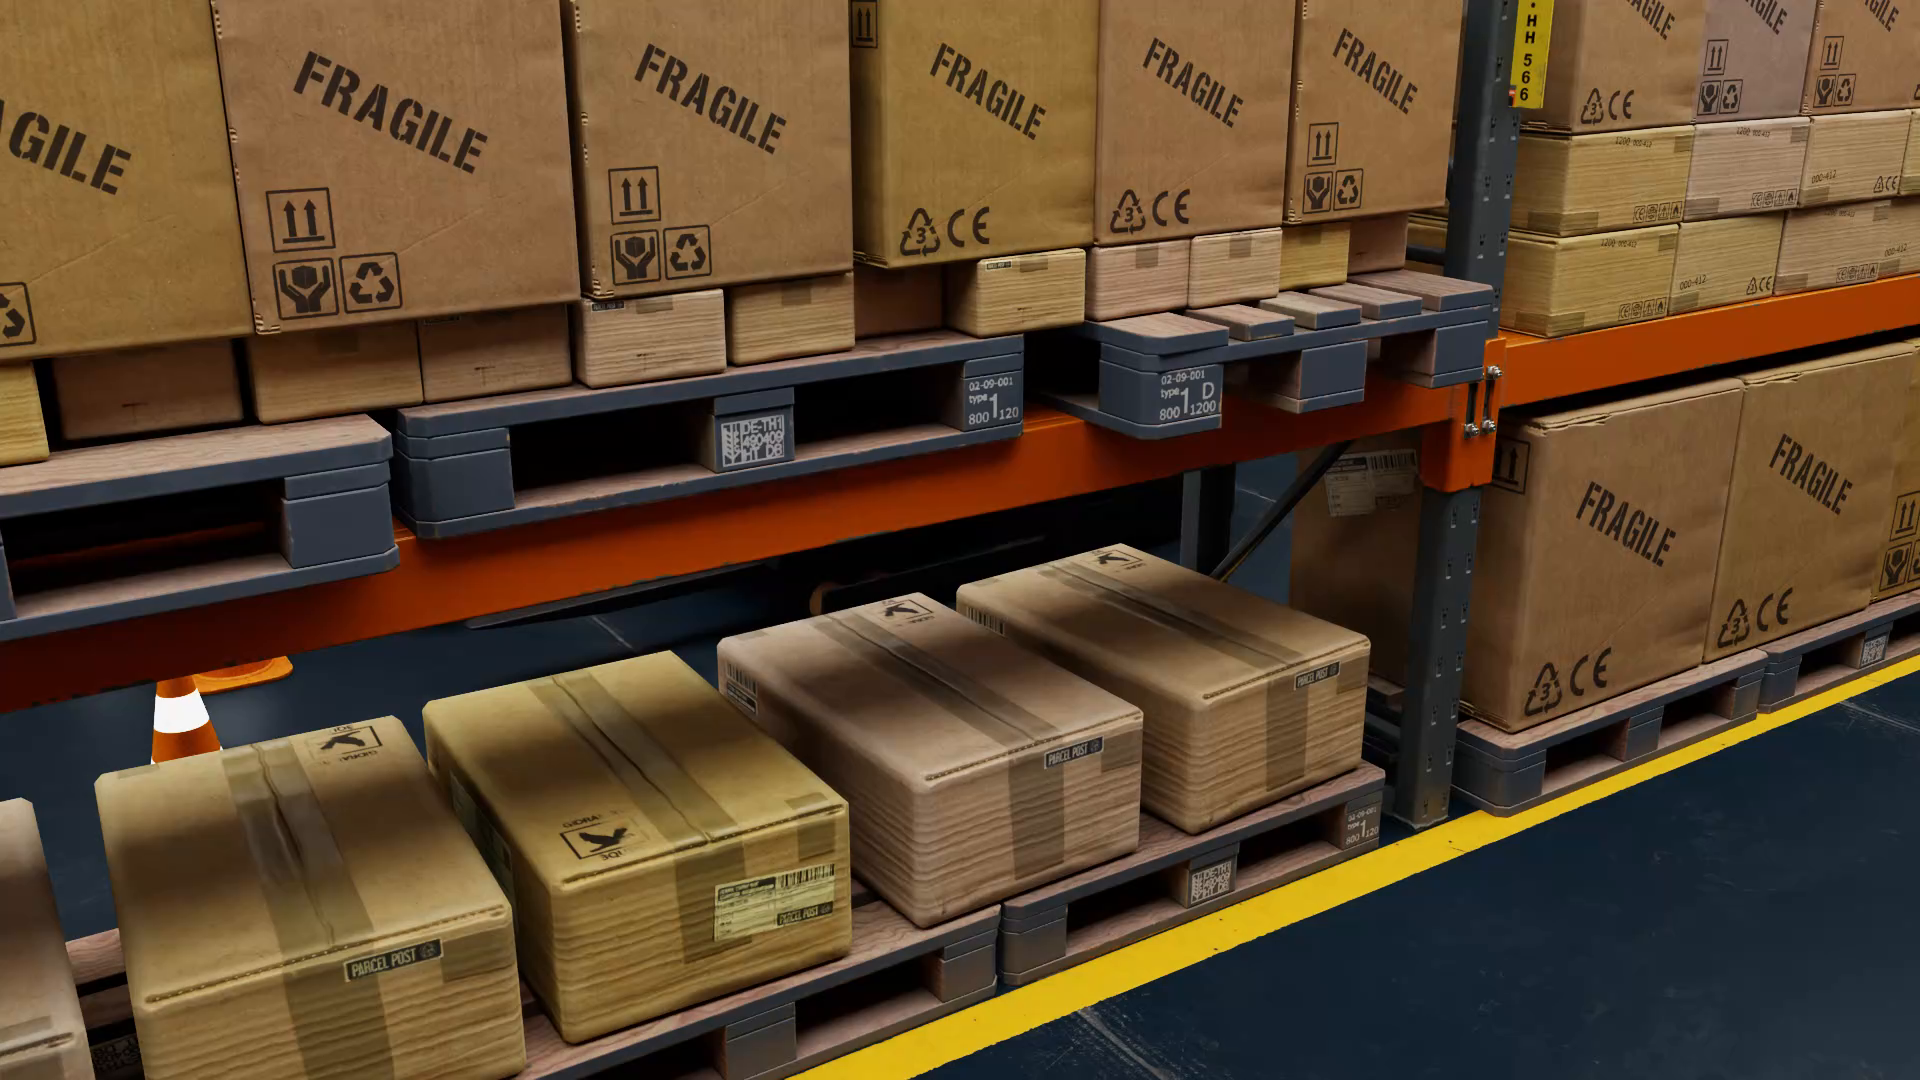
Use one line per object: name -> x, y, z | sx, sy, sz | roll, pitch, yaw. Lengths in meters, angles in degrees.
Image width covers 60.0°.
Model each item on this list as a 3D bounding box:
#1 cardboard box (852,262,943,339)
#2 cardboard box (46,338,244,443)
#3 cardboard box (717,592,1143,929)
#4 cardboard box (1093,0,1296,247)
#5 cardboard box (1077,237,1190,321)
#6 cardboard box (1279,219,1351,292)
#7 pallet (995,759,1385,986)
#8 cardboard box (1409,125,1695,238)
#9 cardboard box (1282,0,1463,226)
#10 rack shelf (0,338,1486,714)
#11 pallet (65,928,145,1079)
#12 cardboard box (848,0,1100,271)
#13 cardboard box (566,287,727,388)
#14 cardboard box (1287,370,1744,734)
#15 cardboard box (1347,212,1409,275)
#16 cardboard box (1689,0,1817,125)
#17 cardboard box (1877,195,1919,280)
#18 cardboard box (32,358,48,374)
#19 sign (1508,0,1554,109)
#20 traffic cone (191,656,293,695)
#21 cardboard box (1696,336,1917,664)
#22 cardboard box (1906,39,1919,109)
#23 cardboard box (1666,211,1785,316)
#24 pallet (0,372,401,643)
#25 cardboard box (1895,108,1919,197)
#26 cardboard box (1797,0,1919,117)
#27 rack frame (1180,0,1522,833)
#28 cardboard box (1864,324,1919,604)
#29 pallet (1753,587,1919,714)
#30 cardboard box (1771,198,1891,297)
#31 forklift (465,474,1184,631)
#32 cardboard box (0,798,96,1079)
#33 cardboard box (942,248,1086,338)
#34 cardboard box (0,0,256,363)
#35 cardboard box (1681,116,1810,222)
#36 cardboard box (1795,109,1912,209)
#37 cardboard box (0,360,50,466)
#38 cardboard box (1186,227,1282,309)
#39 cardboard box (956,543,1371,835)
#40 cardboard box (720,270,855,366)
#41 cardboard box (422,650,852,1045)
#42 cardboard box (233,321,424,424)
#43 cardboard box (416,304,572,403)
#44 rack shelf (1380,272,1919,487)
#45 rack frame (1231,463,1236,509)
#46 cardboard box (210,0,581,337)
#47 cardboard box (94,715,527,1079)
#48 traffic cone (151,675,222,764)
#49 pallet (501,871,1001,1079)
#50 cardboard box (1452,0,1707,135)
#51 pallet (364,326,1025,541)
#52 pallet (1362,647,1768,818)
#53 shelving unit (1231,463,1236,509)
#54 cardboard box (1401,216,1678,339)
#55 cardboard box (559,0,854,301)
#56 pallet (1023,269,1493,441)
cardboard box -> -0.237, -0.515, 3.321 | 0.250, 0.149, 0.380 | -12, 22, -31
cardboard box -> -1.304, -0.284, 2.637 | 0.250, 0.149, 0.380 | -10, 21, -28
cardboard box -> -0.096, 0.491, 4.055 | 0.625, 0.372, 0.950 | -12, 22, -32
cardboard box -> 0.341, -0.922, 3.513 | 0.500, 0.500, 0.500 | -12, 22, -32
cardboard box -> 0.264, -0.578, 3.506 | 0.250, 0.149, 0.380 | -13, 23, -34
cardboard box -> 0.665, -0.676, 3.798 | 0.250, 0.149, 0.380 | -12, 22, -31
pallet -> 0.340, 0.675, 4.419 | 1.213, 0.211, 1.003 | -12, 22, -31
cardboard box -> 1.552, -0.973, 4.391 | 0.500, 0.250, 0.500 | -12, 22, -32
cardboard box -> 0.766, -1.016, 3.791 | 0.500, 0.500, 0.500 | -13, 22, -33
rack shelf -> -0.677, -0.090, 3.452 | 4.000, 0.370, 1.077 | -12, 22, -31
pallet -> -1.698, 1.104, 3.148 | 1.213, 0.211, 1.003 | -12, 22, -31
cardboard box -> -0.080, -0.833, 3.249 | 0.500, 0.500, 0.500 | -14, 23, -35
cardboard box -> -0.608, -0.394, 2.963 | 0.250, 0.149, 0.380 | -11, 22, -29
cardboard box -> 1.616, -0.075, 4.946 | 0.875, 0.875, 0.875 | -12, 22, -32
cardboard box -> 0.849, -0.743, 3.995 | 0.250, 0.149, 0.380 | -11, 22, -29
cardboard box -> 1.949, -1.416, 4.532 | 0.500, 0.500, 0.500 | -12, 22, -31
cardboard box -> 2.811, -1.005, 5.269 | 0.500, 0.250, 0.500 | -12, 22, -31
cardboard box -> -1.644, -0.420, 3.040 | 0.250, 0.149, 0.380 | -12, 22, -32
sign -> 1.300, -1.151, 3.782 | 0.005, 0.325, 0.100 | -12, 22, -31
traffic cone -> -2.390, 0.211, 5.397 | 0.334, 0.463, 0.336 | -12, 22, -31
cardboard box -> 2.363, -0.231, 5.407 | 0.875, 0.875, 0.875 | -12, 22, -31
cardboard box -> 2.812, -1.591, 5.050 | 0.500, 0.500, 0.500 | -12, 22, -31
cardboard box -> 1.959, -0.827, 4.740 | 0.500, 0.250, 0.500 | -13, 22, -33
pallet -> -1.629, -0.084, 2.609 | 1.213, 0.211, 1.003 | -12, 22, -31
cardboard box -> 2.838, -1.234, 5.164 | 0.500, 0.250, 0.500 | -11, 22, -30
cardboard box -> 2.389, -1.503, 4.790 | 0.500, 0.500, 0.500 | -11, 22, -30
rack frame -> 0.993, -0.784, 4.379 | 0.127, 3.000, 1.000 | -12, 22, -31
cardboard box -> 3.110, -0.389, 5.873 | 0.875, 0.875, 0.875 | -11, 22, -30
pallet -> 2.711, 0.205, 5.808 | 1.213, 0.211, 1.003 | -12, 22, -31
cardboard box -> 2.401, -0.917, 5.009 | 0.500, 0.250, 0.500 | -11, 22, -30
forklift -> -0.509, -1.270, 5.924 | 3.031, 2.935, 1.130 | -13, 23, -34
cardboard box -> -1.911, 0.874, 2.924 | 0.625, 0.372, 0.950 | -12, 22, -31
cardboard box -> 0.042, -0.525, 3.352 | 0.250, 0.149, 0.380 | -11, 22, -30
cardboard box -> -1.380, -0.560, 2.443 | 0.500, 0.500, 0.500 | -12, 22, -31
cardboard box -> 1.984, -1.063, 4.660 | 0.500, 0.250, 0.500 | -11, 22, -30
cardboard box -> 2.408, -1.148, 4.910 | 0.500, 0.250, 0.500 | -12, 22, -32
cardboard box -> -1.499, -0.213, 2.429 | 0.250, 0.149, 0.380 | -11, 22, -30
cardboard box -> 0.479, -0.620, 3.631 | 0.250, 0.149, 0.380 | -12, 22, -32
cardboard box -> 0.516, 0.359, 4.446 | 0.625, 0.372, 0.950 | -14, 23, -35
cardboard box -> -0.402, -0.449, 3.125 | 0.250, 0.149, 0.380 | -13, 22, -33
cardboard box -> -0.733, 0.623, 3.665 | 0.625, 0.372, 0.950 | -11, 22, -30
cardboard box -> -1.066, -0.318, 2.738 | 0.250, 0.149, 0.380 | -12, 22, -31
cardboard box -> -0.859, -0.361, 2.865 | 0.250, 0.149, 0.380 | -12, 22, -31
rack shelf -> 2.664, -0.795, 5.536 | 4.000, 0.370, 1.077 | -12, 22, -31
rack frame -> 1.078, -0.681, 6.875 | 0.240, 1.200, 0.006 | -16, 24, -40
cardboard box -> -0.960, -0.644, 2.689 | 0.500, 0.500, 0.500 | -12, 22, -32
cardboard box -> -1.312, 0.746, 3.301 | 0.625, 0.372, 0.950 | -10, 21, -28
traffic cone -> -2.082, 0.530, 4.455 | 0.334, 0.463, 0.336 | -12, 22, -31
pallet -> -0.678, 0.888, 3.788 | 1.213, 0.211, 1.003 | -12, 22, -31
cardboard box -> 1.540, -1.326, 4.266 | 0.500, 0.500, 0.500 | -13, 22, -33
pallet -> -0.638, -0.333, 3.346 | 1.213, 0.211, 1.003 | -12, 22, -31
pallet -> 1.693, 0.419, 5.177 | 1.213, 0.211, 1.003 | -12, 22, -31
shelving unit -> 1.017, -0.701, 6.940 | 0.258, 1.200, 0.189 | -16, 24, -40
cardboard box -> 1.540, -0.731, 4.459 | 0.500, 0.250, 0.500 | -12, 22, -32
cardboard box -> -0.537, -0.737, 2.966 | 0.500, 0.500, 0.500 | -13, 23, -34
pallet -> 0.457, -0.539, 3.954 | 1.003, 0.211, 1.213 | -12, 22, -31
